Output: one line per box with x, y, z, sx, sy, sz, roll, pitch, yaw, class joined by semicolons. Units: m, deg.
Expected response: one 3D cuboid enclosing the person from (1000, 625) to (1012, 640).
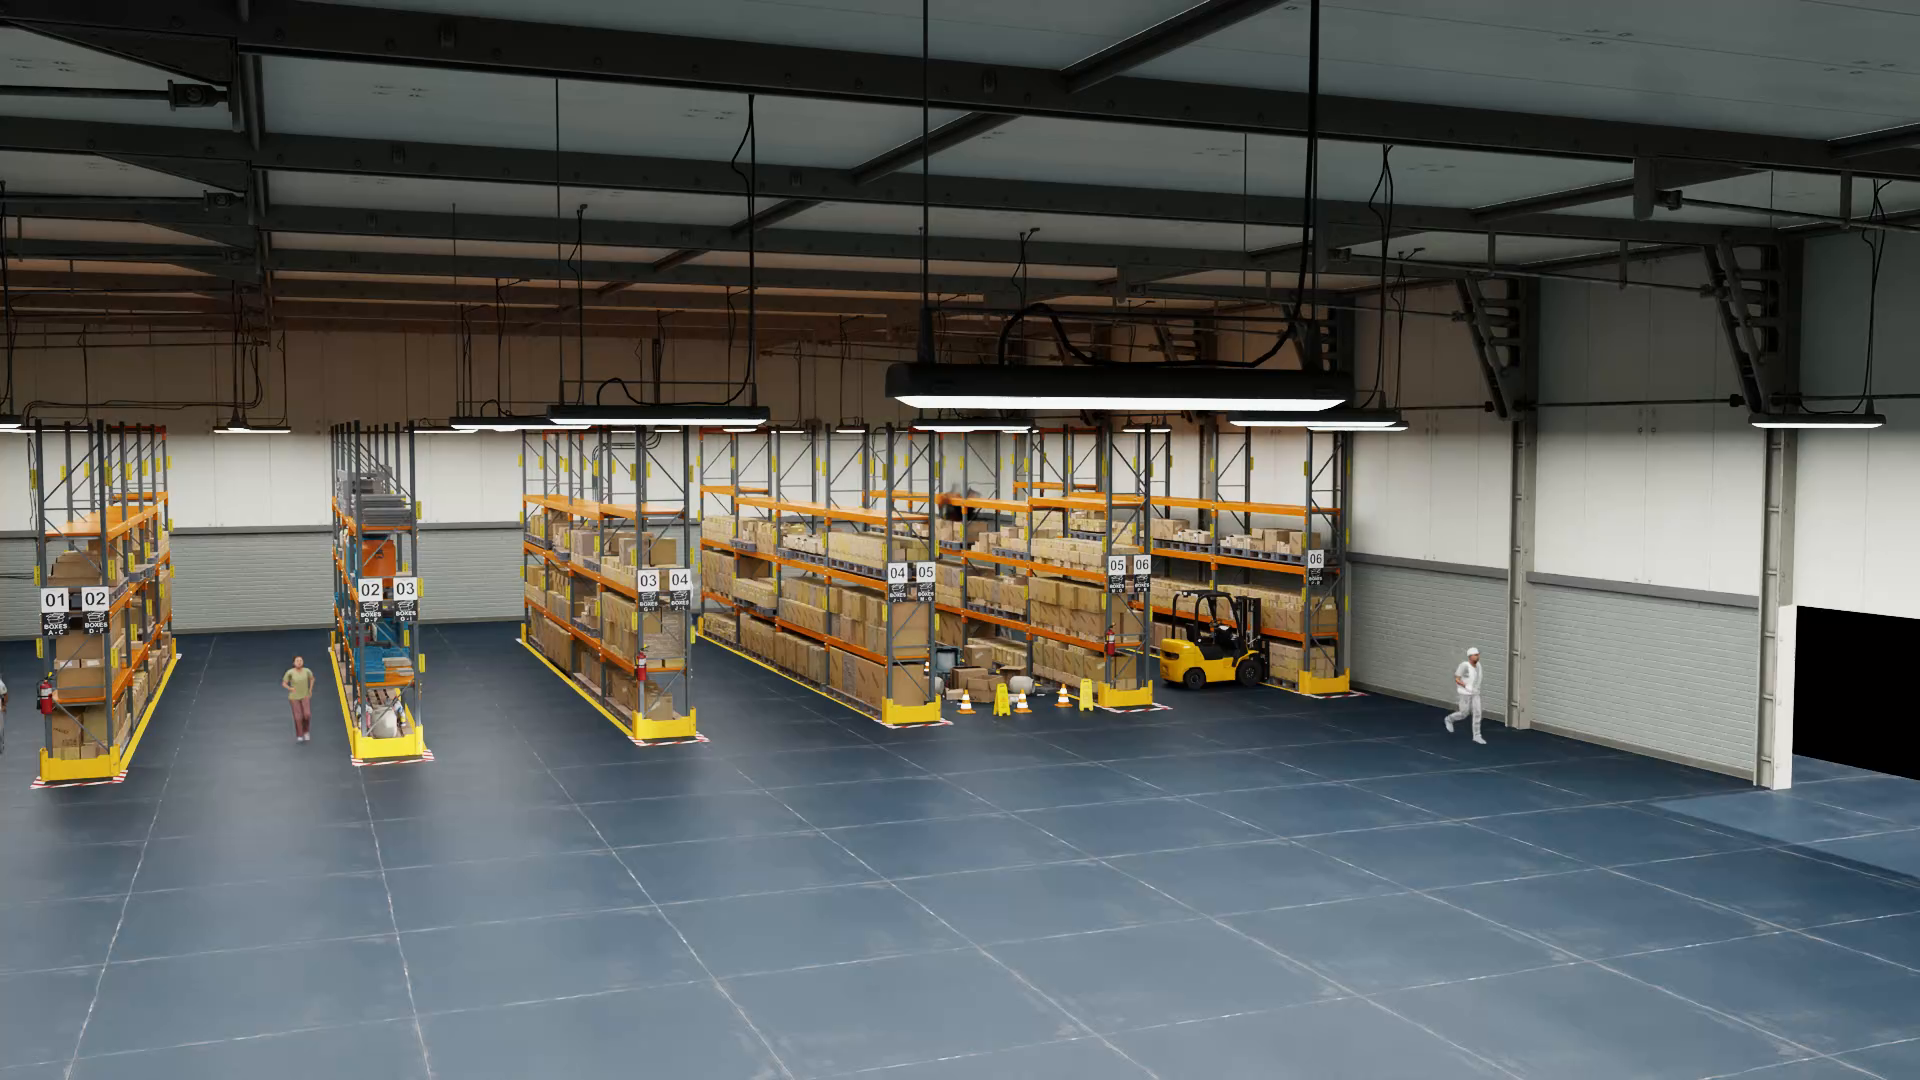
1.227;2.054;44.865;0.625;1.658;0.591;-1;4;-20;person

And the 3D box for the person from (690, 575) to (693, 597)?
-8.177;1.821;48.874;0.544;1.687;0.771;-2;4;-27;person

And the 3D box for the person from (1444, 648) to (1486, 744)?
9.530;2.891;31.220;0.707;1.770;0.986;-2;4;-34;person

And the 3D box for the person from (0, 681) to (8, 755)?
-17.132;3.047;29.429;0.565;1.655;0.542;-3;4;-35;person

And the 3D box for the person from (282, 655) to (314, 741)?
-12.311;2.956;30.989;0.582;1.633;0.583;-2;4;-27;person
